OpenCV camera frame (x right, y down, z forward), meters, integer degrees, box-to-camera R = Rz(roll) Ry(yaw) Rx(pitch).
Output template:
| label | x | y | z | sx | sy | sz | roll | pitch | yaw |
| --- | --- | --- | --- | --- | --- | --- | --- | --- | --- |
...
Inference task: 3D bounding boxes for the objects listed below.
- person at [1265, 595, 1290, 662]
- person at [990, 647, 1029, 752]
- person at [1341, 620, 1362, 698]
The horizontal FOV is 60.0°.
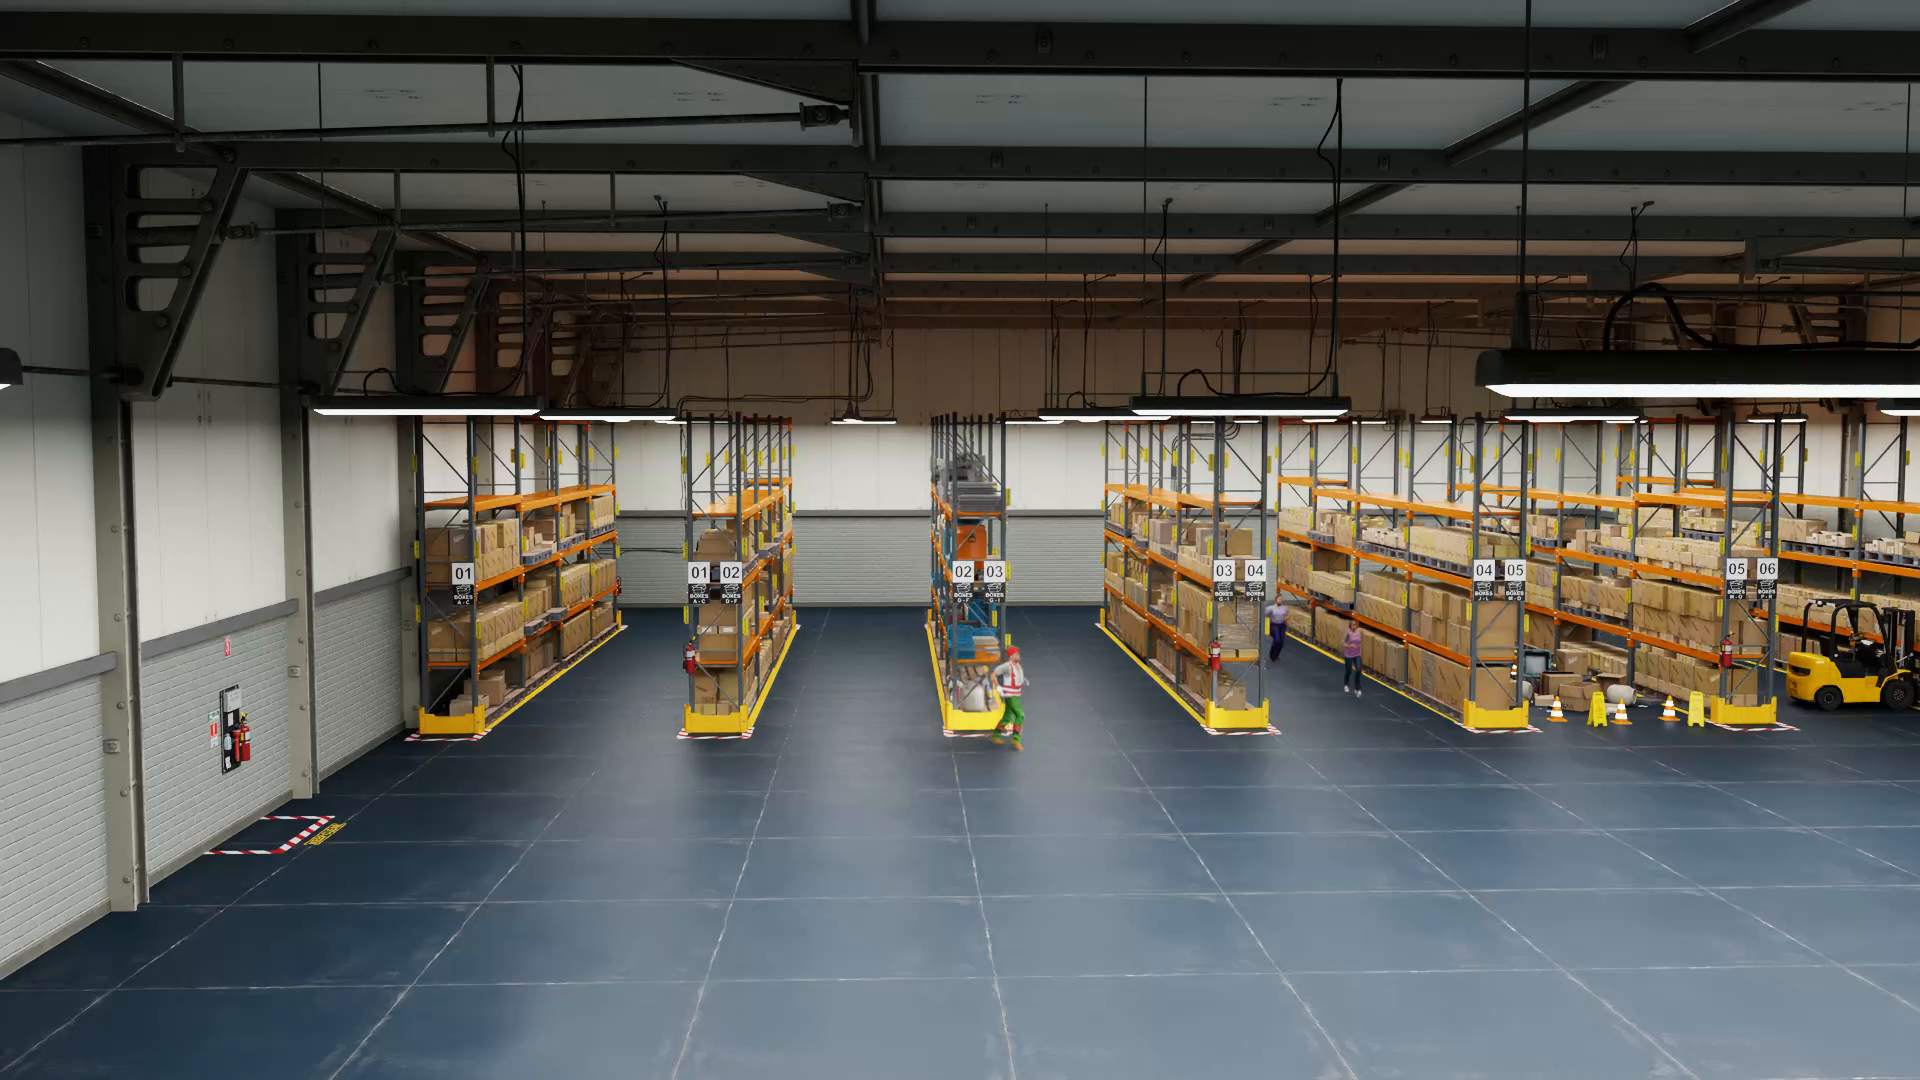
| label | x | y | z | sx | sy | sz | roll | pitch | yaw |
| --- | --- | --- | --- | --- | --- | --- | --- | --- | --- |
| person | 7.734 | 2.161 | 40.426 | 0.582 | 1.613 | 0.643 | -1 | 4 | -13 |
| person | 0.898 | 2.816 | 29.669 | 0.724 | 1.829 | 0.674 | 2 | 4 | 26 |
| person | 8.333 | 2.506 | 35.398 | 0.528 | 1.624 | 0.751 | 0 | 4 | -5 |
